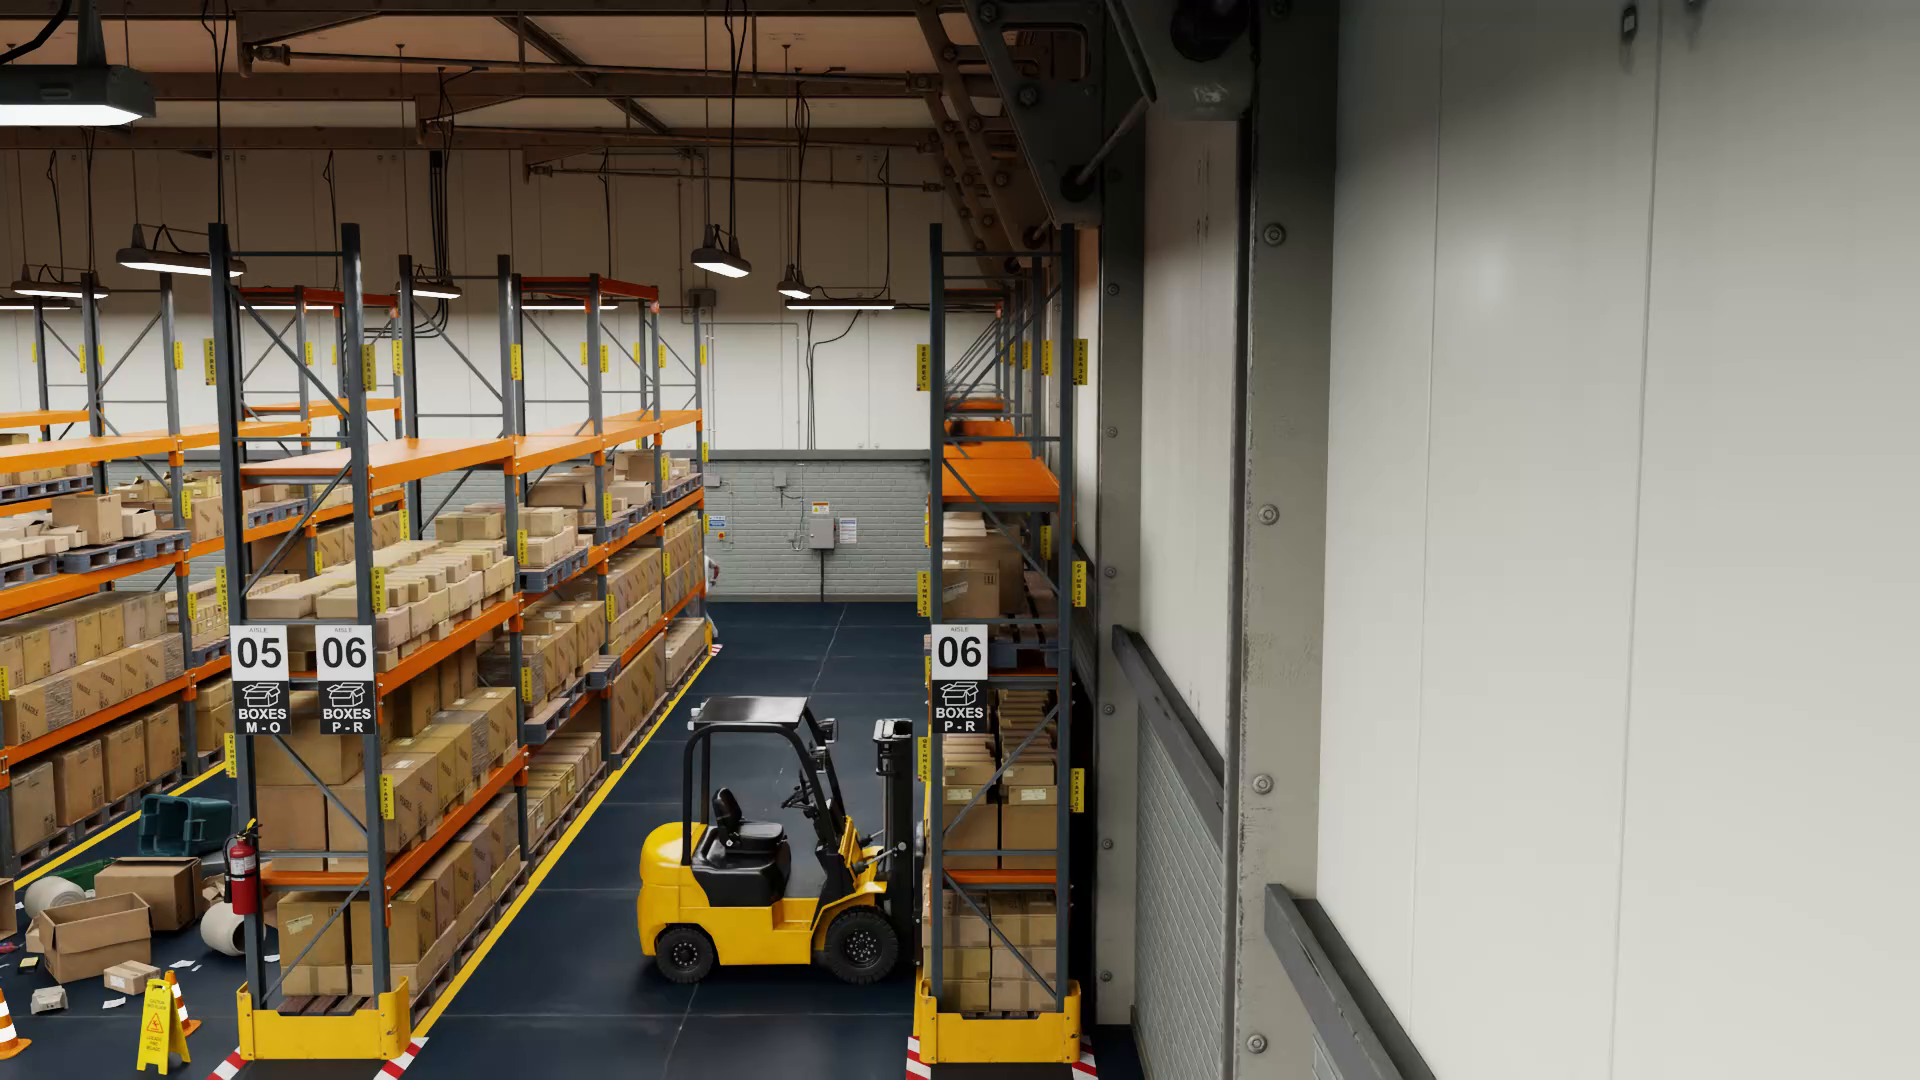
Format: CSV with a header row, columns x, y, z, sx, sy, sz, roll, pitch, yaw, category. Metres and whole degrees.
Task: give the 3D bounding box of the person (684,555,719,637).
x,y,z,sx,sy,sz,roll,pitch,yaw,category
-4.629,0.885,29.153,0.688,1.749,0.701,3,7,23,person
